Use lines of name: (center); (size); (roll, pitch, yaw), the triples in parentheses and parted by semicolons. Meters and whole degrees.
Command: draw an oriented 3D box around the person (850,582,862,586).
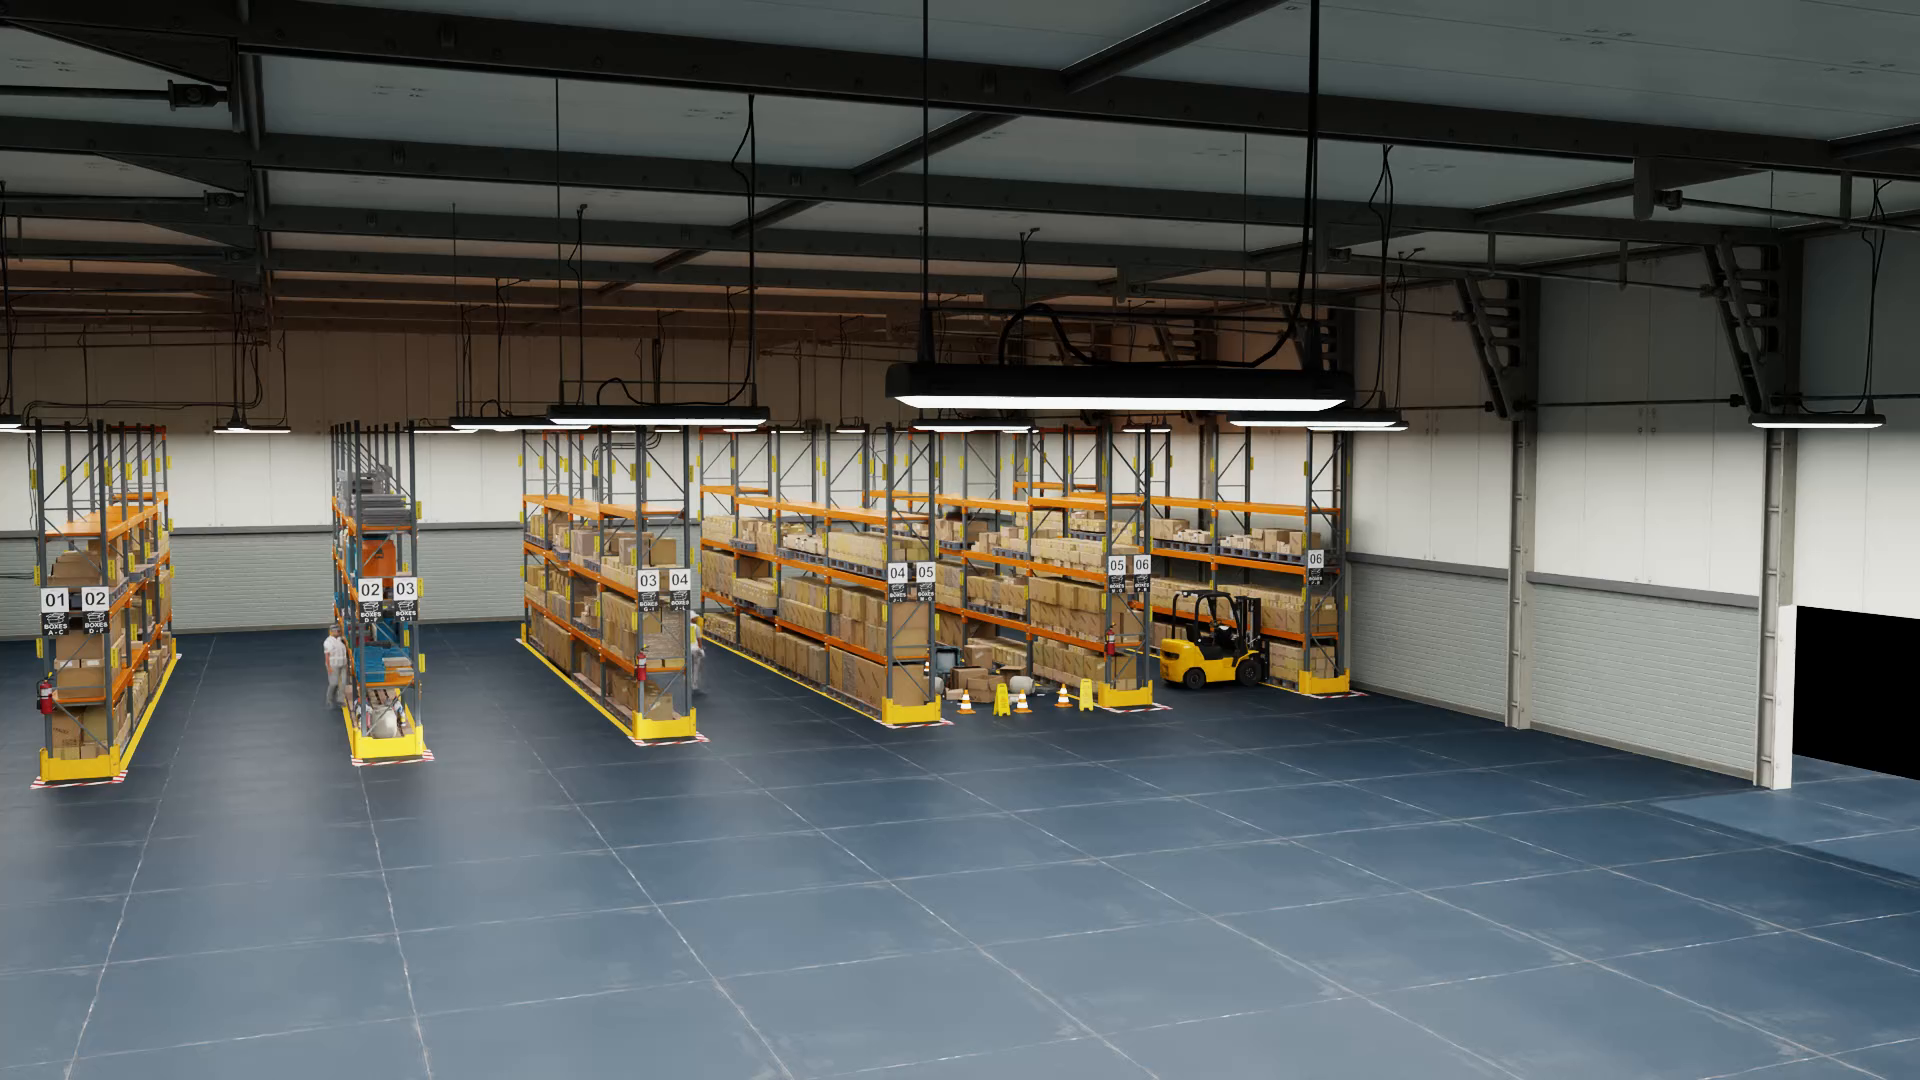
person: (-3.249, 1.629, 52.312); (0.484, 1.659, 0.459); (-2, 4, -31)

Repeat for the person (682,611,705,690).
person: (-6.020, 2.474, 37.449); (0.574, 1.777, 0.450); (1, 4, 16)

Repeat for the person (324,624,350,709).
person: (-13.173, 2.698, 35.145); (0.423, 1.846, 0.596); (1, 4, 22)
